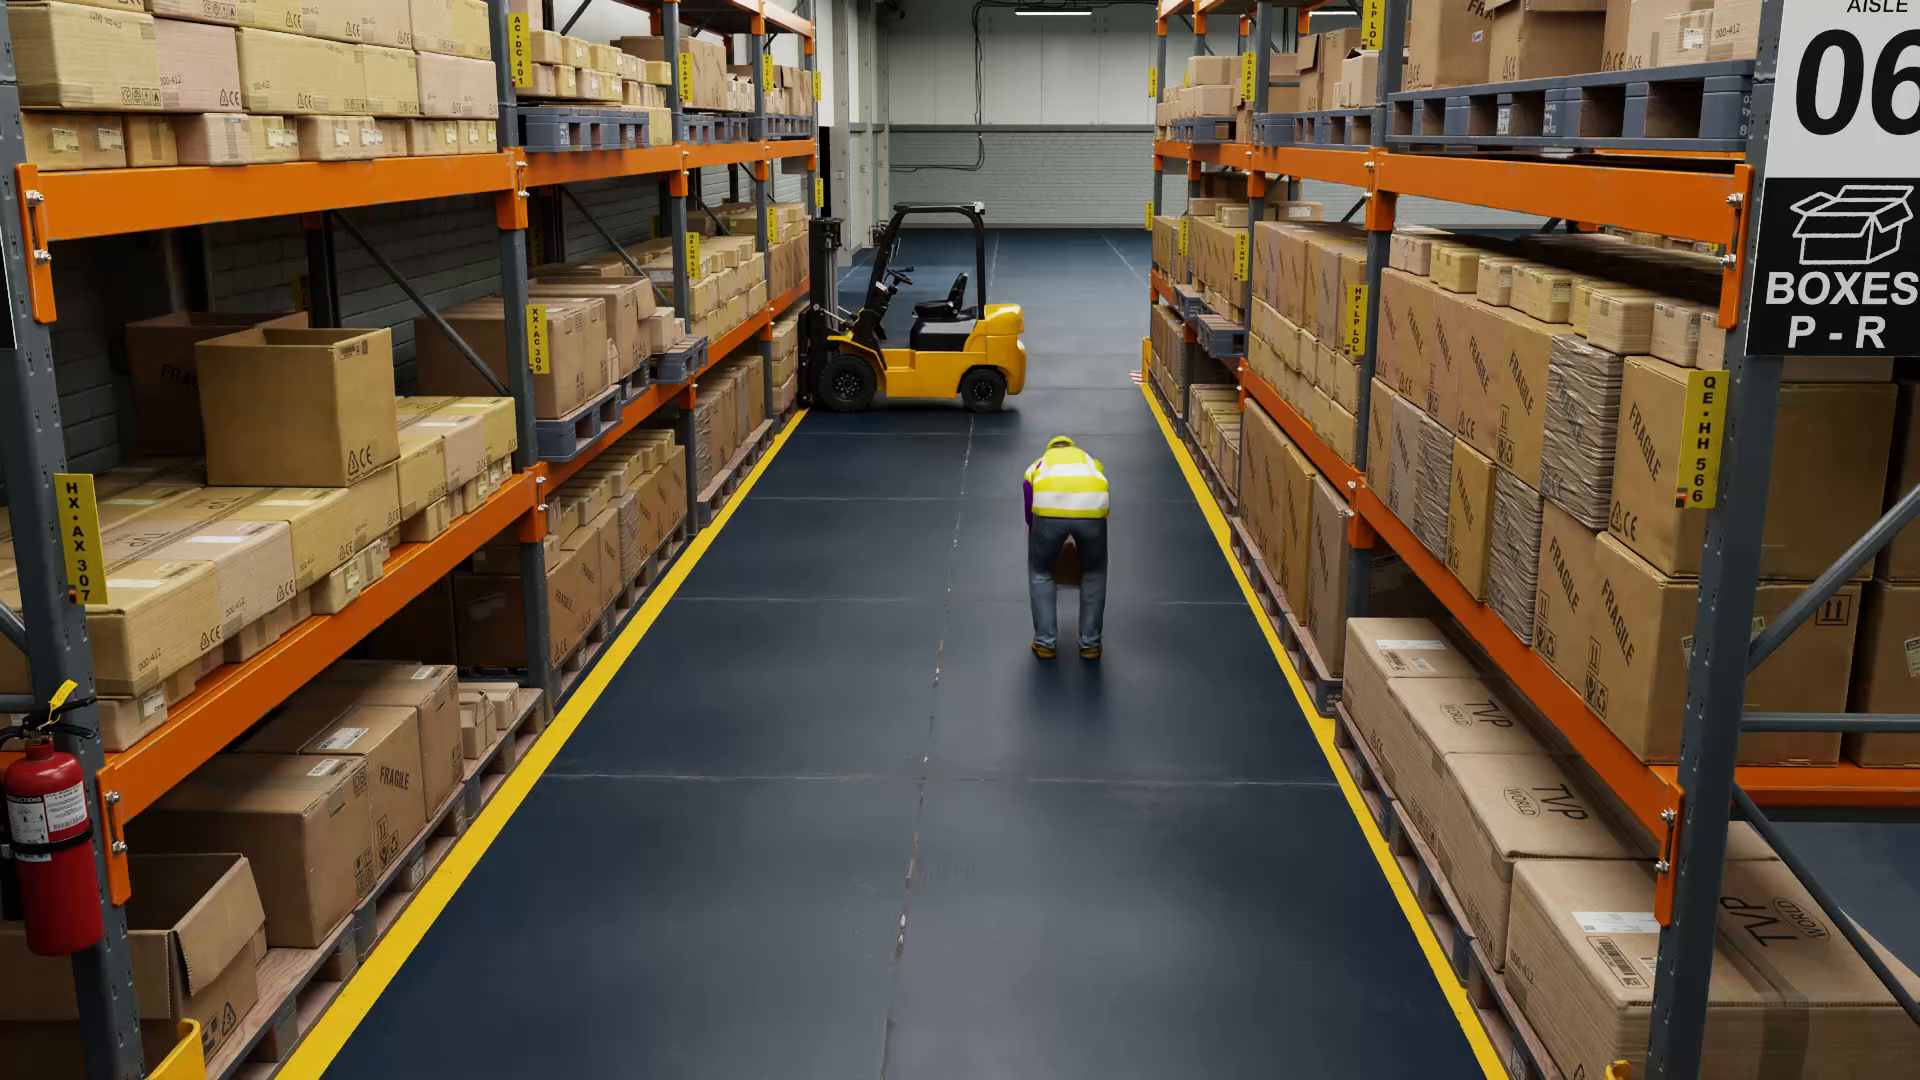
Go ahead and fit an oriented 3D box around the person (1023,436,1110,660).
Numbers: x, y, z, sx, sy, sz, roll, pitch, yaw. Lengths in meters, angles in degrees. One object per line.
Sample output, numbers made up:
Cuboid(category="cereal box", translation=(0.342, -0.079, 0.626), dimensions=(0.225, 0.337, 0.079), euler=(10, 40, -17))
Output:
Cuboid(category="person", translation=(0.601, 0.031, 9.607), dimensions=(0.477, 1.148, 0.974), euler=(0, 14, 0))
